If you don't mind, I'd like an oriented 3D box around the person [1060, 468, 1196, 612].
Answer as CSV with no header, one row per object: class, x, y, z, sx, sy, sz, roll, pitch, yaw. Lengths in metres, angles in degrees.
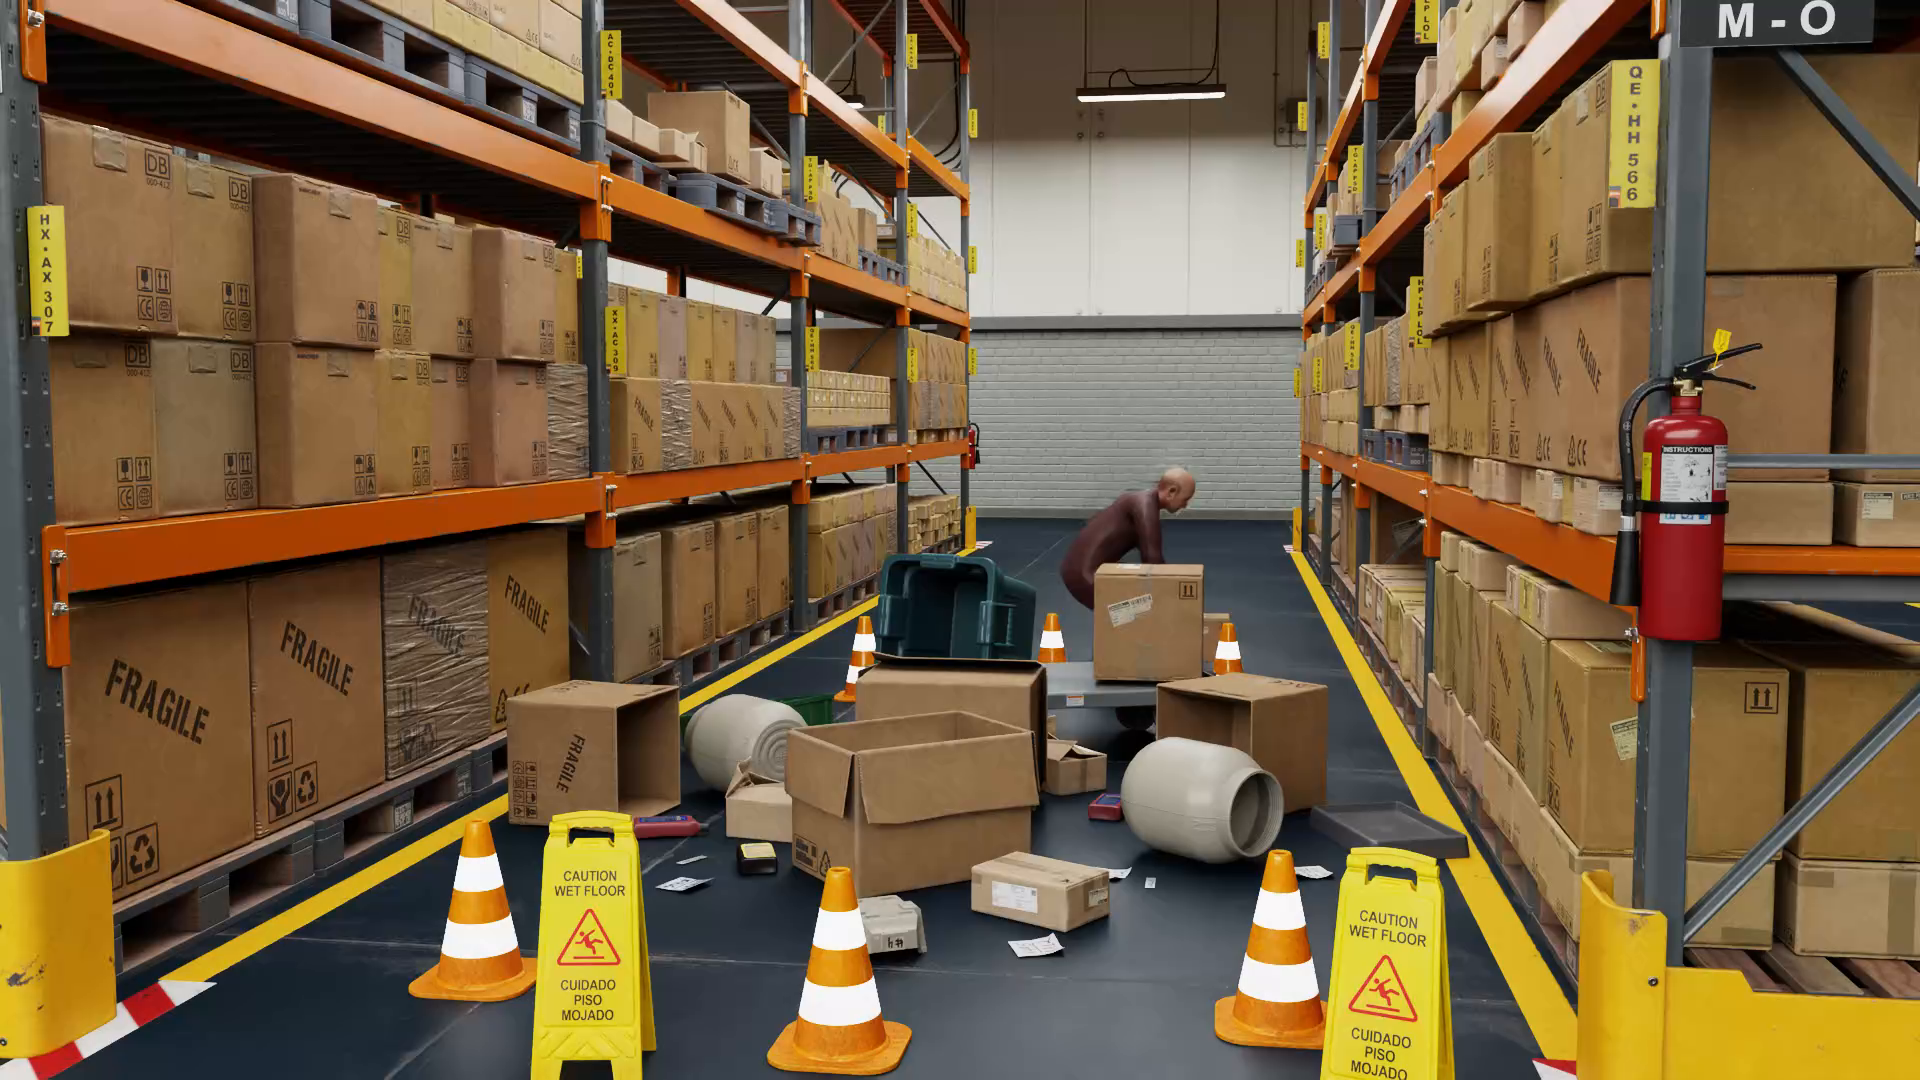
person,0.974,0.230,9.681,0.775,1.306,0.632,1,4,9
